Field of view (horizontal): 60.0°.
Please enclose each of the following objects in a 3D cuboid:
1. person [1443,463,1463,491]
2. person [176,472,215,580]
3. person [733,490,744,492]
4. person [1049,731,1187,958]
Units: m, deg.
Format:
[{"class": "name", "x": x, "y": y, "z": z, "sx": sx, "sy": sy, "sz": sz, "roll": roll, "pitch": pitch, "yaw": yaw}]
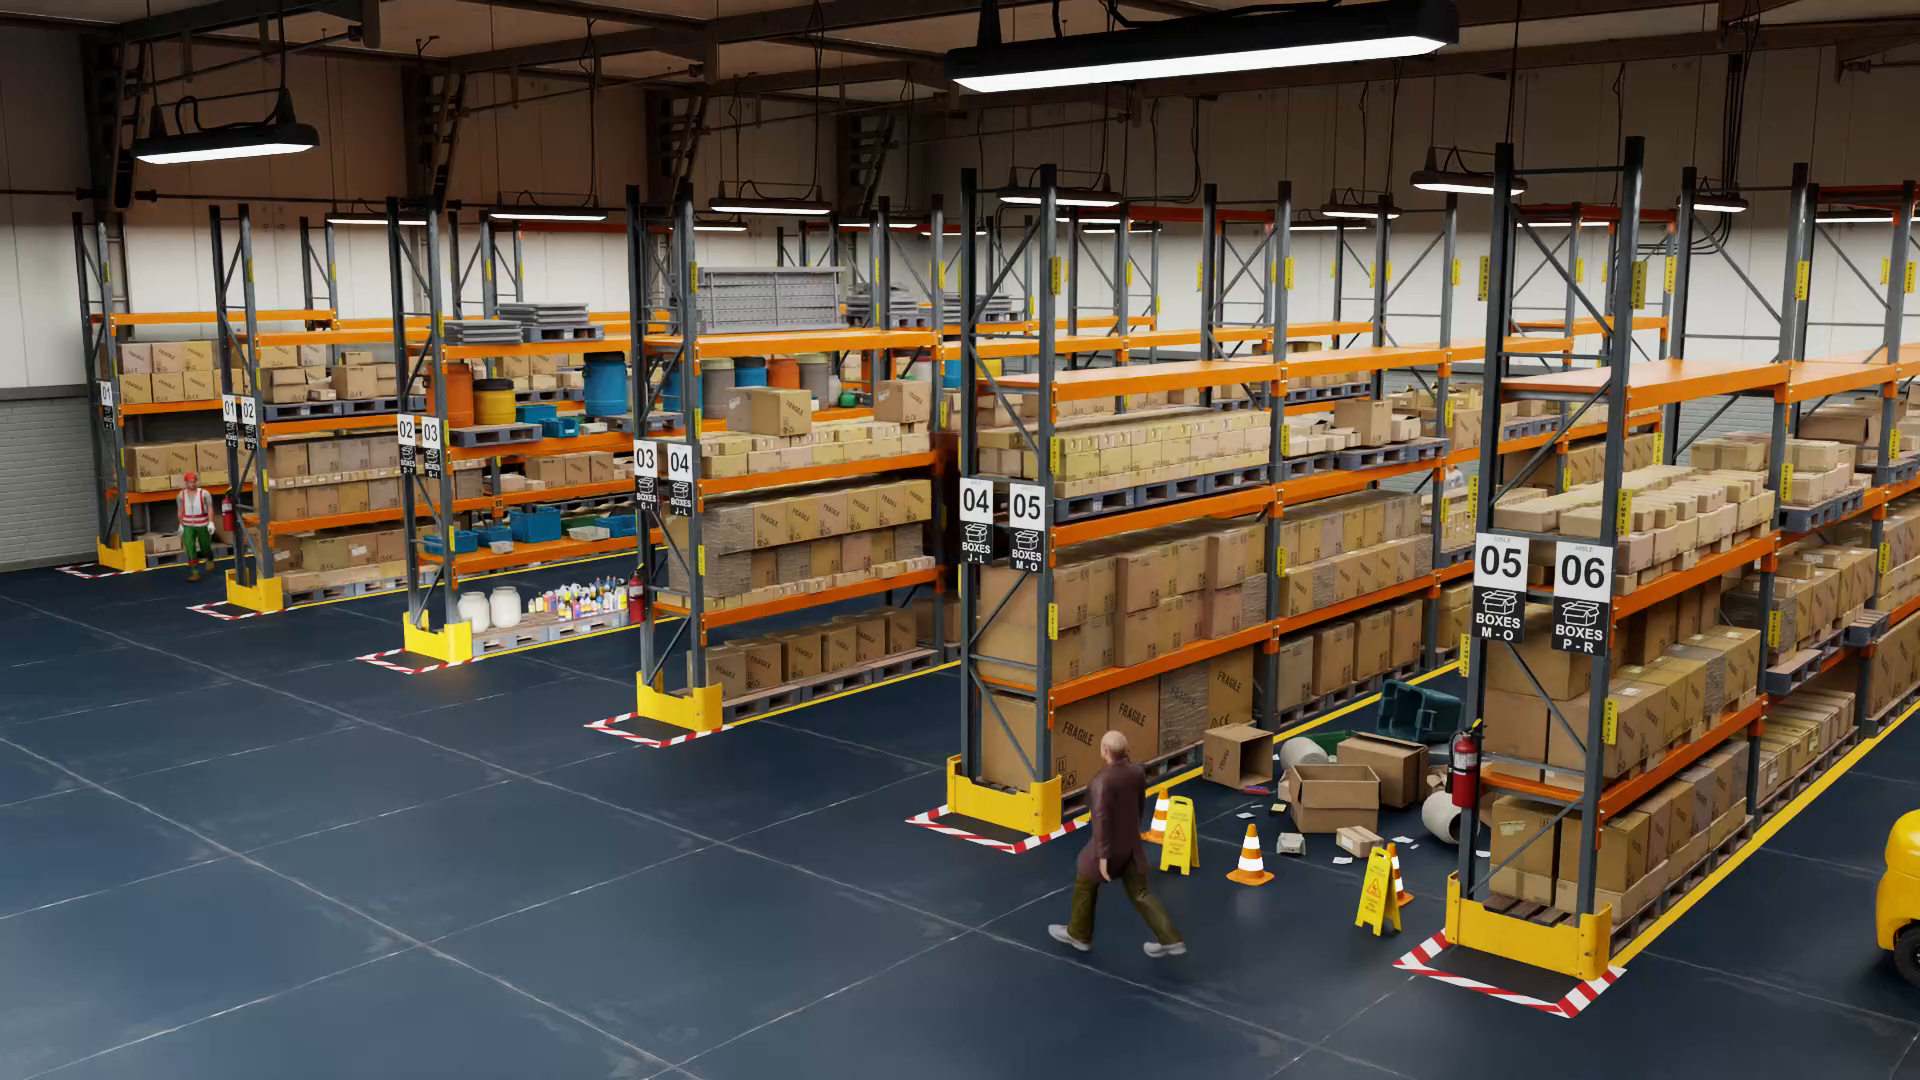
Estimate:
[{"class": "person", "x": 9.056, "y": -0.755, "z": 30.775, "sx": 0.446, "sy": 1.623, "sz": 1.019, "roll": 6, "pitch": 11, "yaw": 31}, {"class": "person", "x": -12.545, "y": -0.247, "z": 27.339, "sx": 0.557, "sy": 1.770, "sz": 0.820, "roll": -1, "pitch": 10, "yaw": -8}, {"class": "person", "x": -3.102, "y": 0.186, "z": 23.008, "sx": 0.505, "sy": 1.774, "sz": 0.560, "roll": -7, "pitch": 12, "yaw": -37}, {"class": "person", "x": 1.171, "y": 2.273, "z": 12.367, "sx": 1.144, "sy": 1.732, "sz": 0.582, "roll": 9, "pitch": 13, "yaw": 42}]
